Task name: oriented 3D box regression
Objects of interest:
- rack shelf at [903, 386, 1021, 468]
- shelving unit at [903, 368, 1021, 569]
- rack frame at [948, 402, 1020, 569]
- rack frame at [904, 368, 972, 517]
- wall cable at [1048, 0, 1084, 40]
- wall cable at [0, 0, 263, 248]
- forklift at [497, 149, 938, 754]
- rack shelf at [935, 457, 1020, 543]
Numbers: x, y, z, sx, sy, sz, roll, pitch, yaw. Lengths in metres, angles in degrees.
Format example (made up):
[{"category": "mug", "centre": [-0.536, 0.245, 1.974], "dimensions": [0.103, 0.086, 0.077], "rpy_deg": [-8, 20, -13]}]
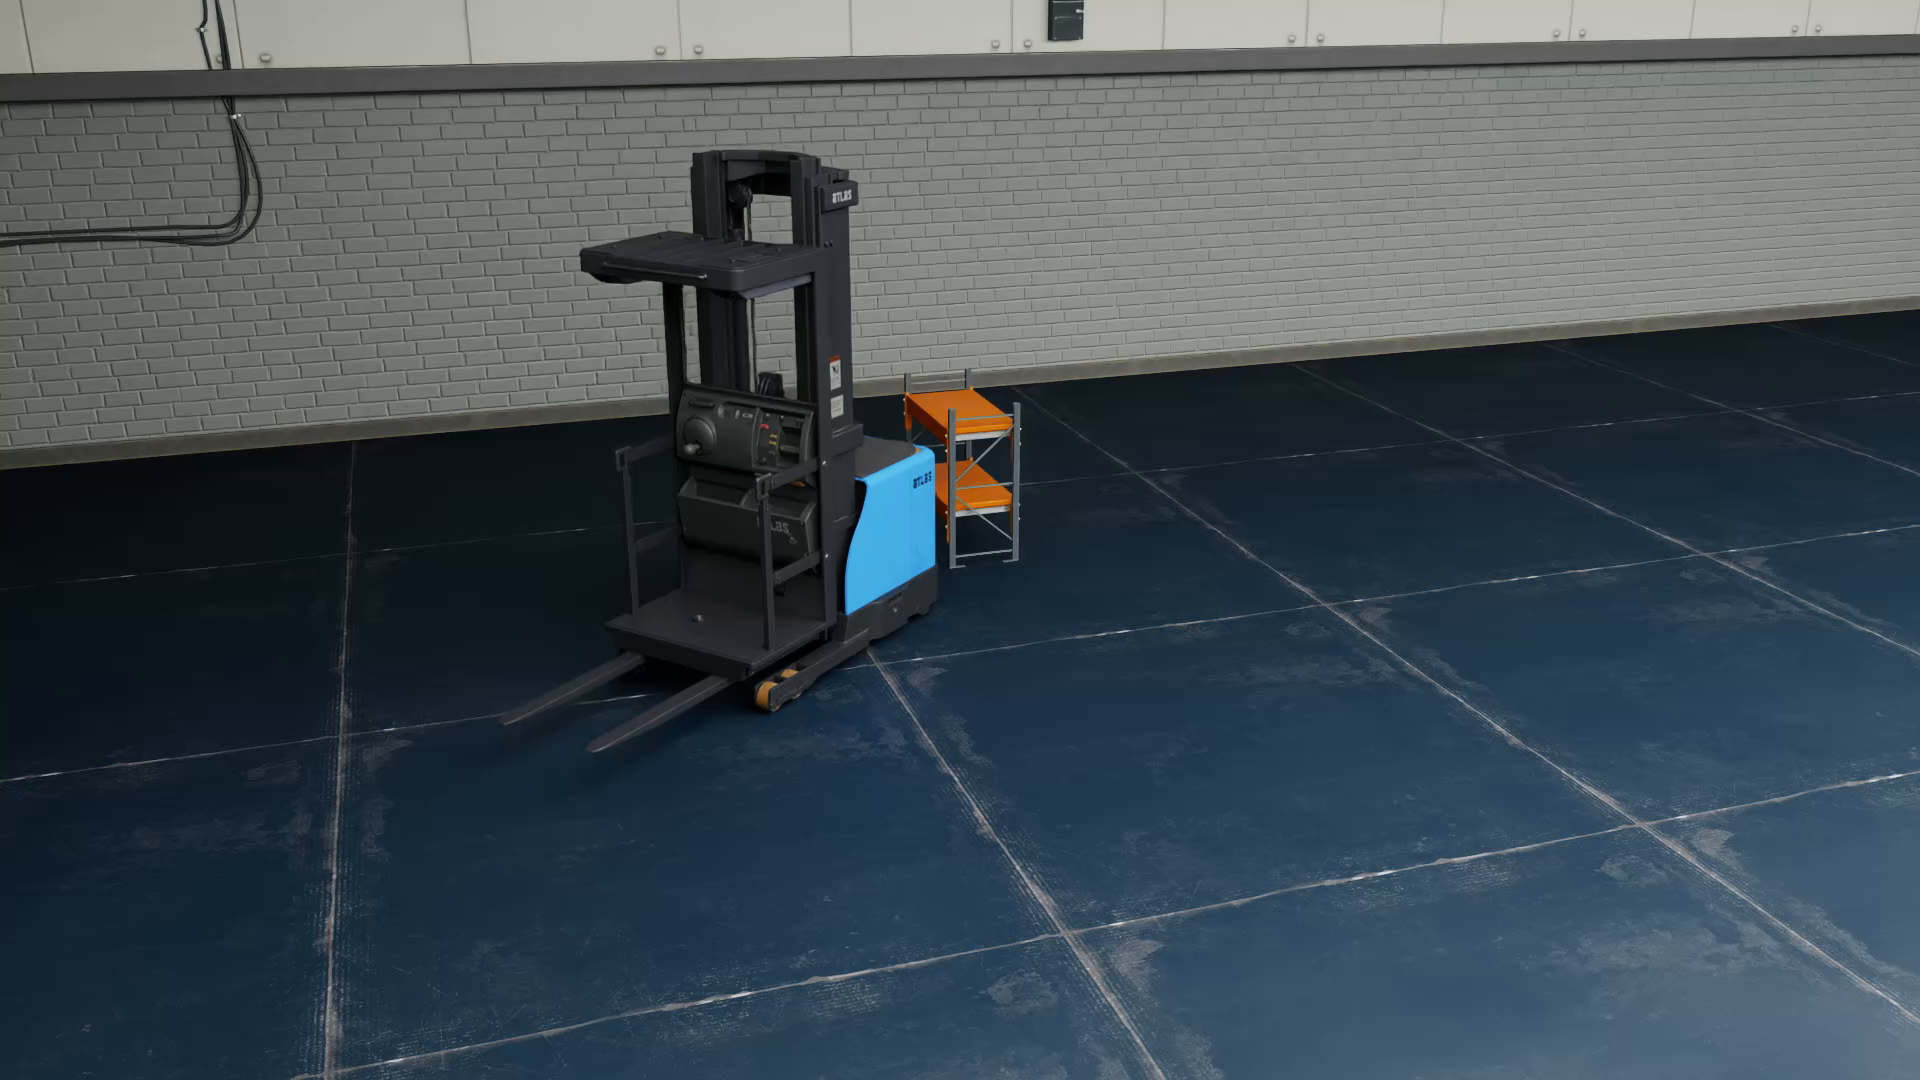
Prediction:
[{"category": "rack shelf", "centre": [0.002, -0.803, 11.621], "dimensions": [0.538, 0.278, 1.000], "rpy_deg": [-6, 21, -17]}, {"category": "shelving unit", "centre": [0.002, -0.527, 11.720], "dimensions": [0.538, 1.125, 1.048], "rpy_deg": [-6, 21, -17]}, {"category": "rack frame", "centre": [0.162, -0.364, 11.266], "dimensions": [0.500, 1.125, 0.032], "rpy_deg": [-6, 21, -17]}, {"category": "rack frame", "centre": [-0.158, -0.690, 12.174], "dimensions": [0.500, 1.125, 0.032], "rpy_deg": [-6, 21, -17]}, {"category": "wall cable", "centre": [1.914, -7.478, 14.393], "dimensions": [2.305, 6.003, 0.169], "rpy_deg": [-6, 21, -17]}, {"category": "wall cable", "centre": [-7.103, -3.412, 12.699], "dimensions": [3.097, 2.526, 0.112], "rpy_deg": [-6, 21, -17]}, {"category": "forklift", "centre": [-1.334, -0.603, 9.260], "dimensions": [1.130, 2.935, 3.031], "rpy_deg": [12, 23, 29]}, {"category": "rack shelf", "centre": [0.002, -0.297, 11.803], "dimensions": [0.538, 0.278, 1.000], "rpy_deg": [-6, 21, -17]}]
